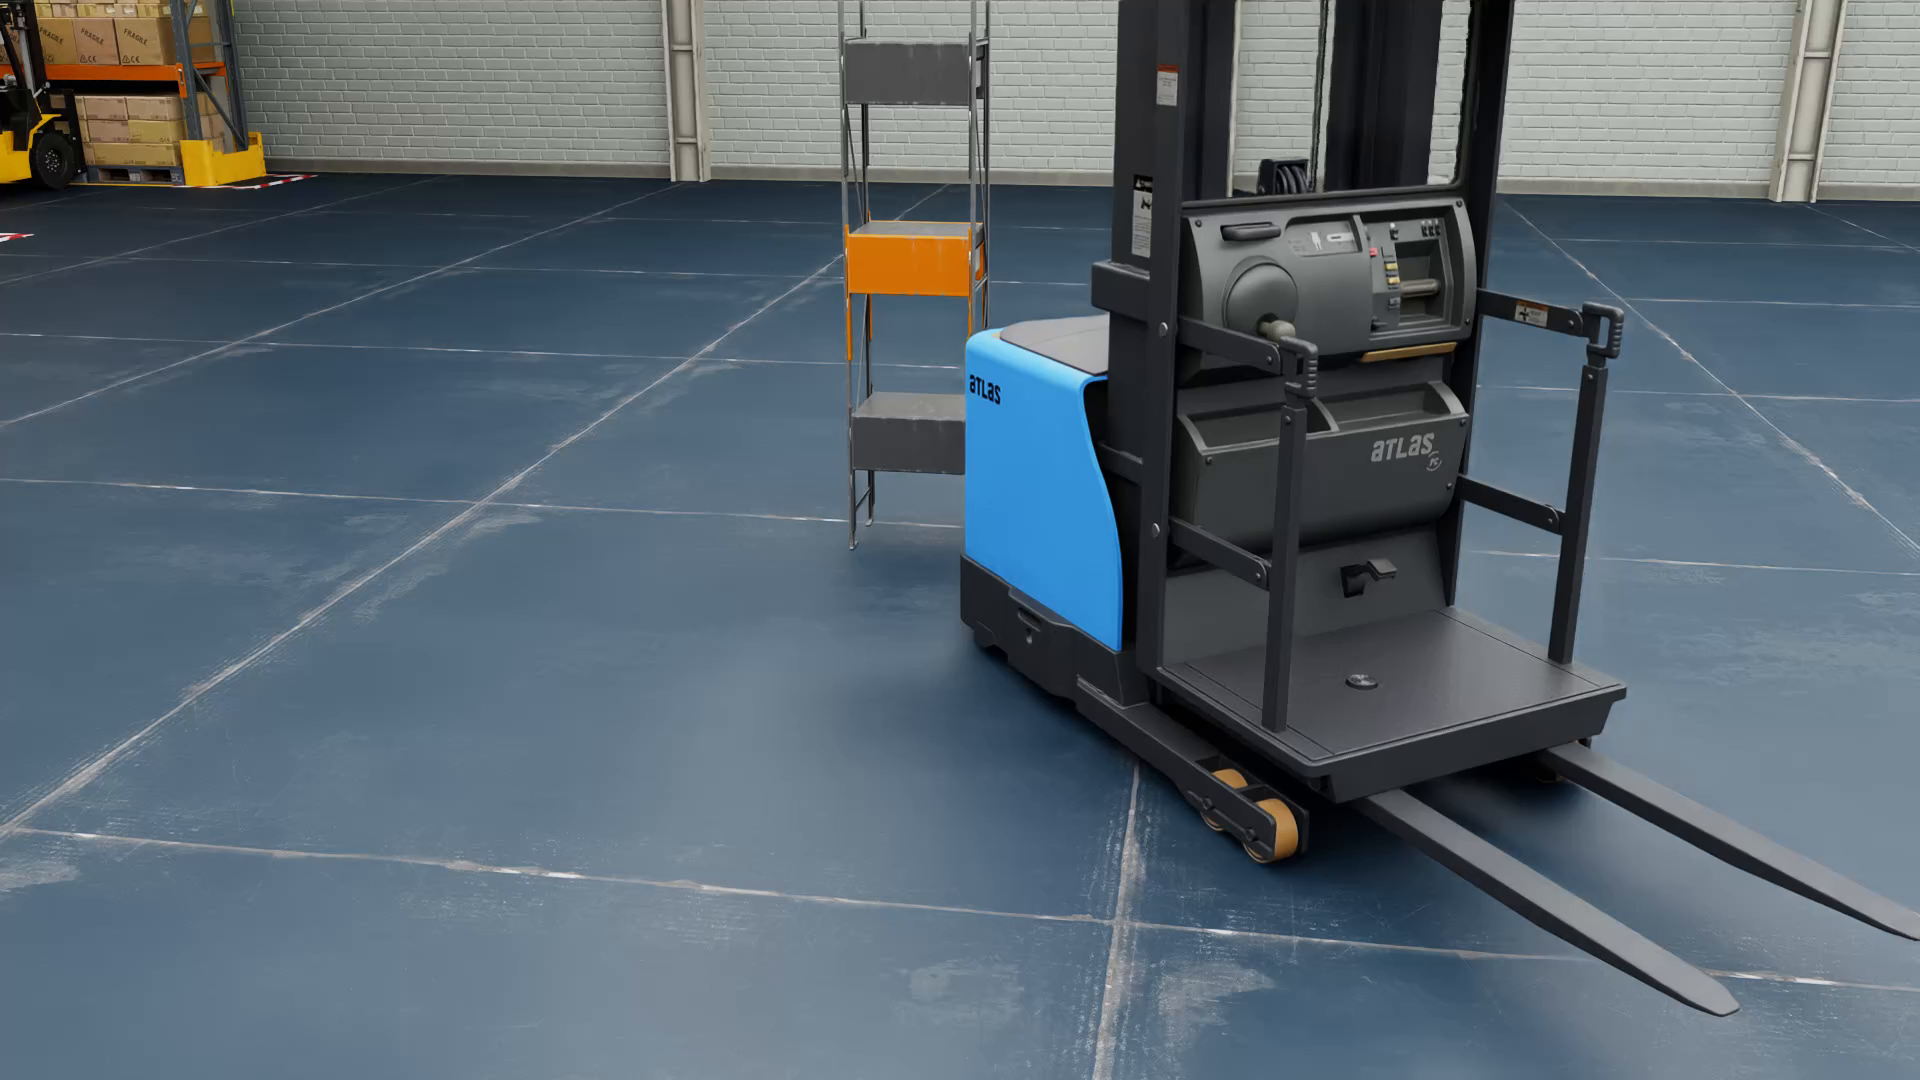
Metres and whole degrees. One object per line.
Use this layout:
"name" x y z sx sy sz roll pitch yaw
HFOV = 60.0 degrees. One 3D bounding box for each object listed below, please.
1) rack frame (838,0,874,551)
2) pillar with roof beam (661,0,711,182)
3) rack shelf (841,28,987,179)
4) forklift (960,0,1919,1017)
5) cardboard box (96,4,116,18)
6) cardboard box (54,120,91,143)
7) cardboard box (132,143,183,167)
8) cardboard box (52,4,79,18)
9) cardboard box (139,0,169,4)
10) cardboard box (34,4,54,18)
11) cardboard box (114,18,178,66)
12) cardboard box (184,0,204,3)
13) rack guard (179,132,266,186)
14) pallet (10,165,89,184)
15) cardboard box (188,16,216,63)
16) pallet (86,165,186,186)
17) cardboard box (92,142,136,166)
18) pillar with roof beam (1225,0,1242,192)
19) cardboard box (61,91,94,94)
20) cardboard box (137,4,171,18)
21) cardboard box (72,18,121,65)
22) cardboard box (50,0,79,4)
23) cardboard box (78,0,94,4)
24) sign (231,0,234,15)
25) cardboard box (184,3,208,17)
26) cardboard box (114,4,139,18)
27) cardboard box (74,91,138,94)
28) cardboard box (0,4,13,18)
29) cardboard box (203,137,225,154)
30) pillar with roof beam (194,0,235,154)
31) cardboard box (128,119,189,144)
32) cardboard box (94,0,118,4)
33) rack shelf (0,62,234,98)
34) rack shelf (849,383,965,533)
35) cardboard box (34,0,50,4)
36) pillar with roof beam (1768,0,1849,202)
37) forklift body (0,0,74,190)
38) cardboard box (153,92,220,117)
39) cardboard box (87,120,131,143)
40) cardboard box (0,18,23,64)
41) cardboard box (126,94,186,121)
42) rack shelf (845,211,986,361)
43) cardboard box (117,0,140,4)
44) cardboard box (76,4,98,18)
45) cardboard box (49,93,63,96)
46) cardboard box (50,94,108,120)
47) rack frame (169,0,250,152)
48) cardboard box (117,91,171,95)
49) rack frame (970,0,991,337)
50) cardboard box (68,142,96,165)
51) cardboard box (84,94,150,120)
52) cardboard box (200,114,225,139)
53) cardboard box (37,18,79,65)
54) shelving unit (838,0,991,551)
"rack frame" -0.404 -1.016 6.532 0.015 2.100 0.400 3 19 9
"pillar with roof beam" -3.798 -7.091 13.814 0.400 9.000 9.100 3 19 9
"rack shelf" -0.163 -1.655 6.277 0.480 0.518 0.431 3 19 9
"forklift" 1.117 -0.714 4.318 1.130 2.935 3.031 -9 21 -25
"cardboard box" -9.385 -5.900 18.528 0.250 0.149 0.380 3 19 10
"cardboard box" -10.031 -4.686 18.965 0.500 0.250 0.500 2 19 7
"cardboard box" -9.009 -4.399 18.895 0.500 0.250 0.500 3 19 9
"cardboard box" -9.899 -5.914 18.572 0.250 0.149 0.380 2 19 7
"cardboard box" -8.882 -6.027 18.441 0.250 0.149 0.380 3 19 9
"cardboard box" -10.152 -5.921 18.591 0.250 0.149 0.380 3 19 9
"cardboard box" -9.022 -5.569 18.562 0.500 0.500 0.500 3 19 7
"cardboard box" -8.792 -6.159 18.835 0.250 0.149 0.380 3 19 8
"rack guard" -8.471 -4.393 19.143 0.348 0.500 1.175 3 19 9
"pallet" -10.457 -4.344 19.454 1.213 0.211 1.003 3 19 9
"cardboard box" -8.940 -5.739 19.069 0.500 0.500 0.500 4 19 10
"pallet" -9.256 -4.282 19.268 1.213 0.211 1.003 3 19 9
"cardboard box" -9.498 -4.427 18.978 0.500 0.250 0.500 3 19 9
"pillar with roof beam" 2.126 -6.789 12.911 0.400 9.000 9.100 3 19 9
"cardboard box" -10.430 -5.113 19.451 0.500 0.250 0.500 3 19 8
"cardboard box" -8.881 -5.864 18.421 0.250 0.149 0.380 3 19 9
"cardboard box" -9.533 -5.598 18.649 0.500 0.500 0.500 4 19 10
"cardboard box" -9.902 -6.049 18.505 0.250 0.149 0.380 3 19 10
"cardboard box" -9.627 -6.070 18.570 0.250 0.149 0.380 3 19 9
"sign" -8.401 -6.201 19.119 0.005 0.325 0.100 3 19 9
"cardboard box" -8.788 -6.033 18.925 0.250 0.149 0.380 2 19 7
"cardboard box" -9.138 -5.867 18.432 0.250 0.149 0.380 3 19 10
"cardboard box" -9.925 -5.085 19.368 0.500 0.250 0.500 3 19 8
"cardboard box" -10.647 -5.953 18.688 0.250 0.149 0.380 3 19 8
"cardboard box" -8.949 -4.560 19.377 0.500 0.250 0.500 3 19 9
"pillar with roof beam" -9.722 -7.393 14.716 0.400 9.000 9.100 3 19 9
"cardboard box" -9.025 -4.638 18.821 0.500 0.250 0.500 3 19 8
"cardboard box" -9.393 -6.035 18.463 0.250 0.149 0.380 3 19 10
"rack shelf" -10.469 -5.339 19.165 4.000 0.370 1.077 3 19 9
"rack shelf" -0.163 -0.327 6.721 0.480 0.518 0.431 3 19 9
"cardboard box" -10.158 -6.060 18.539 0.250 0.149 0.380 3 19 10
"pillar with roof beam" 8.050 -6.487 12.009 0.400 9.000 9.100 3 19 9
"forklift body" -10.656 -4.701 17.462 1.214 2.155 2.313 3 19 9
"cardboard box" -8.939 -5.032 19.211 0.500 0.250 0.500 3 19 8
"cardboard box" -9.518 -4.667 18.907 0.500 0.250 0.500 3 19 8
"cardboard box" -10.537 -5.646 18.791 0.500 0.500 0.500 3 19 9
"cardboard box" -8.999 -4.874 18.738 0.500 0.250 0.500 4 19 10
"rack shelf" -0.163 -0.991 6.499 0.480 0.518 0.431 3 19 9
"cardboard box" -9.130 -6.030 18.449 0.250 0.149 0.380 3 19 9
"cardboard box" -9.628 -5.916 18.576 0.250 0.149 0.380 3 19 8
"cardboard box" -10.503 -4.948 18.960 0.500 0.250 0.500 3 19 8
"cardboard box" -10.004 -4.920 18.876 0.500 0.250 0.500 3 19 9
"rack frame" -8.495 -5.579 18.750 0.127 3.000 1.000 3 19 9
"cardboard box" -9.433 -5.056 19.282 0.500 0.250 0.500 3 19 9
"rack frame" 0.077 -0.992 6.458 0.015 2.100 0.400 3 19 9
"cardboard box" -9.991 -4.455 19.062 0.500 0.250 0.500 3 19 9
"cardboard box" -9.504 -4.898 18.810 0.500 0.250 0.500 3 19 10
"cardboard box" -8.926 -4.800 19.306 0.500 0.250 0.500 3 19 10
"cardboard box" -10.039 -5.624 18.726 0.500 0.500 0.500 3 19 8
"shelving unit" -0.163 -1.004 6.495 0.503 2.100 0.431 3 19 9
